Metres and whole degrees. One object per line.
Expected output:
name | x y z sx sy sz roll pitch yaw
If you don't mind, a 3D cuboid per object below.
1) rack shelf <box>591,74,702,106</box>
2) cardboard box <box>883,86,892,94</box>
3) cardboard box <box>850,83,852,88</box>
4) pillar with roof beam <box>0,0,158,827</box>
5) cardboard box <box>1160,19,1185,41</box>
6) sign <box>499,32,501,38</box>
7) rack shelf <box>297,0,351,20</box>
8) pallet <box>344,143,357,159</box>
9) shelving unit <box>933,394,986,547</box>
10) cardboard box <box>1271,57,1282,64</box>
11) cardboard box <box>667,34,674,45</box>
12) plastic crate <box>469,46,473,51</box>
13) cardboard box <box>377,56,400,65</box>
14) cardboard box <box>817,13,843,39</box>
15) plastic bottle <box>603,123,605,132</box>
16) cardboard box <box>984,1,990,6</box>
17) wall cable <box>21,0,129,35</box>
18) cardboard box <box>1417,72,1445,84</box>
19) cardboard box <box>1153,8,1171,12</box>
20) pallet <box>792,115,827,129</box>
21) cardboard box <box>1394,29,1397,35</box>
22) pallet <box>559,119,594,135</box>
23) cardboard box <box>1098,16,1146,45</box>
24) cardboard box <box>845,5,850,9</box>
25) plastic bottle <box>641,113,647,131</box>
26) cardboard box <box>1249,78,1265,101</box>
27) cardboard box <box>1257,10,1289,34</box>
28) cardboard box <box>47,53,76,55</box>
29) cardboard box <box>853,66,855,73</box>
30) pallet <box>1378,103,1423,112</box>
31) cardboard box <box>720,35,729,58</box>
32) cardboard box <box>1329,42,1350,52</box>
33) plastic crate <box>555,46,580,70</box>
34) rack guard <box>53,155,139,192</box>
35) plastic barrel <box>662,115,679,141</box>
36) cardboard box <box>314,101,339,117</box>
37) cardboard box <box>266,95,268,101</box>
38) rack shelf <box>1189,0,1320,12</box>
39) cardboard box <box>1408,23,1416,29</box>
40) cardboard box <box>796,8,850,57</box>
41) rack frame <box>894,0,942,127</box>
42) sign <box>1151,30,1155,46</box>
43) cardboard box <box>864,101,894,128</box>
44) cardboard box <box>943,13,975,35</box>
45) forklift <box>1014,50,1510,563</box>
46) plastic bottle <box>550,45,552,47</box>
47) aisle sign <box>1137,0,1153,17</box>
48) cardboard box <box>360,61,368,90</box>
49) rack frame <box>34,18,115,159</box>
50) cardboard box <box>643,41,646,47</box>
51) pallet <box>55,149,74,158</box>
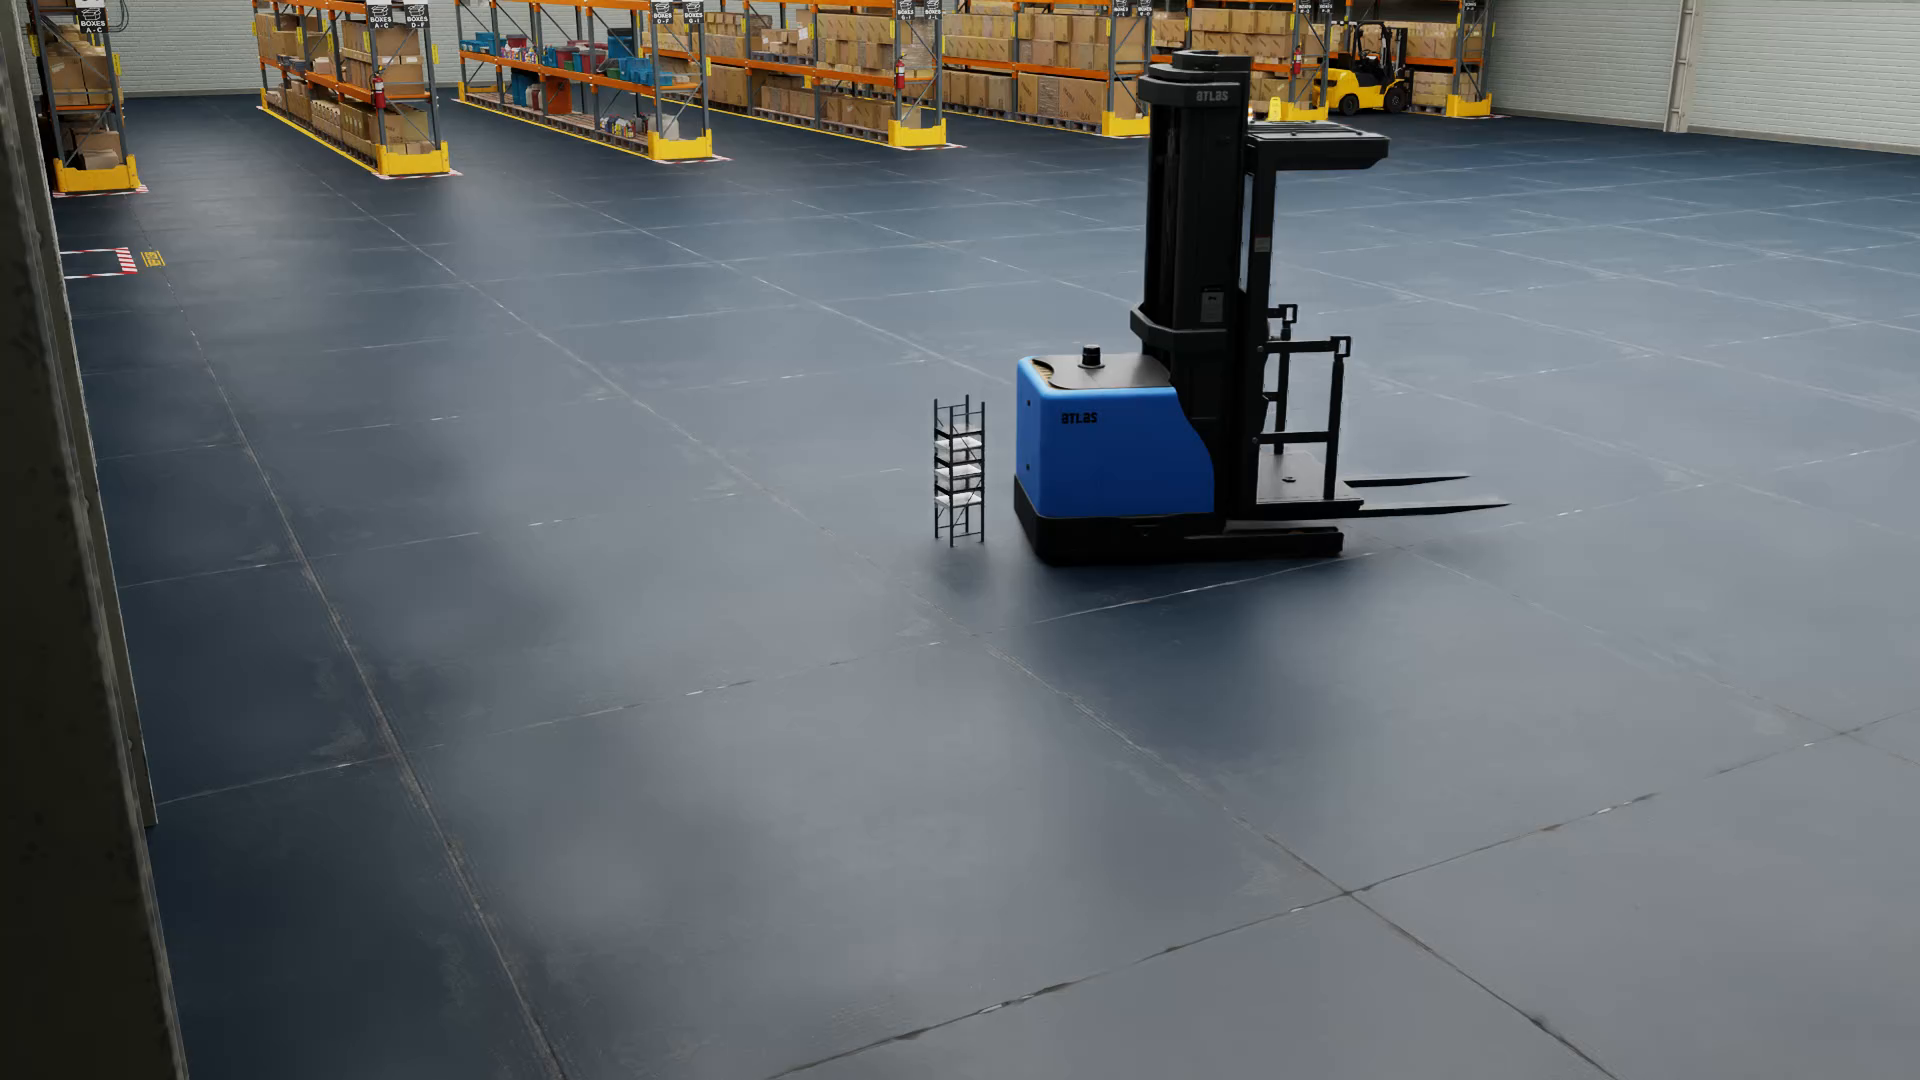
rack shelf | -6.135 -8.849 32.594 1.077 0.370 4.000 -10 21 -27
cardboard box | -1.741 -12.178 44.328 0.500 0.500 0.500 -9 21 -24
cardboard box | -2.829 -12.630 46.176 0.380 0.149 0.250 -11 22 -28
pillar with roof beam | 0.188 -3.761 7.548 9.100 9.000 0.400 -10 21 -27
cardboard box | 5.338 -12.691 41.372 0.500 0.500 0.500 -10 21 -26
sign | -12.306 -13.375 44.358 0.100 0.325 0.005 -10 21 -27
rack shelf | -12.395 -10.649 33.212 1.077 0.370 4.000 -10 21 -27
pallet | -11.105 -7.444 31.695 1.003 0.211 1.213 -10 21 -27
shelving unit | -0.004 -0.428 10.305 0.258 0.900 0.210 -10 21 -27
cardboard box | 7.312 -10.928 37.902 0.380 0.149 0.250 -10 22 -27
cardboard box | -7.455 -13.277 44.099 0.500 0.250 0.500 -10 21 -26
plastic crate | -12.553 -12.690 42.935 0.250 0.136 0.298 -10 21 -27
cardboard box | -9.895 -8.283 28.703 0.380 0.149 0.250 -10 22 -28
cardboard box | -2.735 -11.022 35.648 0.500 0.500 0.500 -10 21 -27
plastic bottle | -7.222 -8.431 33.894 0.097 0.201 0.097 0 19 0
cardboard box | 0.922 -15.740 48.782 0.380 0.149 0.250 -11 22 -28
wall cable | -23.873 -14.721 44.070 3.097 2.526 0.112 -10 21 -27
cardboard box | 11.521 -11.288 40.598 0.500 0.250 0.500 -10 21 -26
cardboard box | 6.091 -16.025 50.911 0.500 0.500 0.500 -11 22 -28
pallet | -3.096 -9.436 37.466 1.003 0.211 1.213 -10 21 -27
cardboard box | 10.999 -12.610 41.243 0.380 0.149 0.250 -10 22 -28
pallet | -8.075 -9.015 36.248 1.003 0.211 1.213 -10 21 -27
cardboard box | 3.445 -10.815 35.304 0.875 0.550 0.550 -10 21 -27
cardboard box | -2.823 -14.467 45.631 0.500 0.500 0.500 -11 22 -28
plastic bottle | -6.434 -8.524 33.935 0.144 0.351 0.185 -11 22 -29
cardboard box | 7.035 -10.509 38.725 0.500 0.500 0.500 -9 21 -25
cardboard box | 7.227 -11.837 38.008 0.700 0.500 0.500 -10 21 -26
cardboard box | -14.545 -7.622 26.985 0.500 0.500 0.500 -10 21 -26
cardboard box | -2.005 -9.810 34.662 0.380 0.149 0.250 -10 21 -27
pallet | 11.287 -10.932 41.802 1.003 0.211 1.213 -10 21 -27
cardboard box | -5.558 -12.122 40.823 0.500 0.500 0.500 -11 22 -28
cardboard box | 9.893 -12.869 43.370 0.500 0.250 0.500 -9 21 -25
plastic crate | -8.486 -10.431 35.976 0.402 0.464 0.583 -10 21 -27
rack guard | -13.940 -5.921 26.837 1.175 0.500 0.348 -10 21 -27
plastic barrel | -5.565 -7.815 31.663 0.421 0.512 0.421 0 19 0
cardboard box | -13.098 -8.964 34.536 0.500 0.311 0.500 -11 22 -28
cardboard box | -17.129 -11.065 41.583 0.380 0.166 0.250 -10 21 -27
rack shelf | 6.946 -12.569 38.777 1.077 0.370 4.000 -10 21 -27
cardboard box | 11.212 -12.603 40.766 0.380 0.149 0.250 -10 21 -26
cardboard box | -2.979 -11.262 36.921 1.000 1.000 1.000 -10 21 -26
rack frame | -0.826 -9.382 33.036 1.000 3.000 0.127 -10 21 -27
sign | 4.078 -10.652 35.269 0.100 0.325 0.005 -10 21 -27
cardboard box | -1.702 -8.930 34.914 0.500 0.500 0.500 -8 21 -22
cardboard box | -0.007 -12.807 41.277 0.700 0.500 0.500 -10 21 -27
forklift | 1.905 -1.445 10.141 3.031 2.935 1.130 -2 19 -7
plastic bottle | -9.636 -11.507 39.270 0.144 0.351 0.185 -10 21 -27
aisle sign | 3.885 -11.376 34.830 0.394 0.787 0.004 -10 21 -27
cardboard box | -10.494 -8.476 30.257 0.700 0.500 0.500 -9 21 -25
rack frame | -15.803 -8.229 29.694 1.000 3.000 0.127 -10 21 -27
cardboard box | -8.546 -13.703 45.945 0.380 0.149 0.250 -10 21 -26
pallet | -16.174 -7.134 30.795 1.003 0.211 1.213 -10 21 -27
